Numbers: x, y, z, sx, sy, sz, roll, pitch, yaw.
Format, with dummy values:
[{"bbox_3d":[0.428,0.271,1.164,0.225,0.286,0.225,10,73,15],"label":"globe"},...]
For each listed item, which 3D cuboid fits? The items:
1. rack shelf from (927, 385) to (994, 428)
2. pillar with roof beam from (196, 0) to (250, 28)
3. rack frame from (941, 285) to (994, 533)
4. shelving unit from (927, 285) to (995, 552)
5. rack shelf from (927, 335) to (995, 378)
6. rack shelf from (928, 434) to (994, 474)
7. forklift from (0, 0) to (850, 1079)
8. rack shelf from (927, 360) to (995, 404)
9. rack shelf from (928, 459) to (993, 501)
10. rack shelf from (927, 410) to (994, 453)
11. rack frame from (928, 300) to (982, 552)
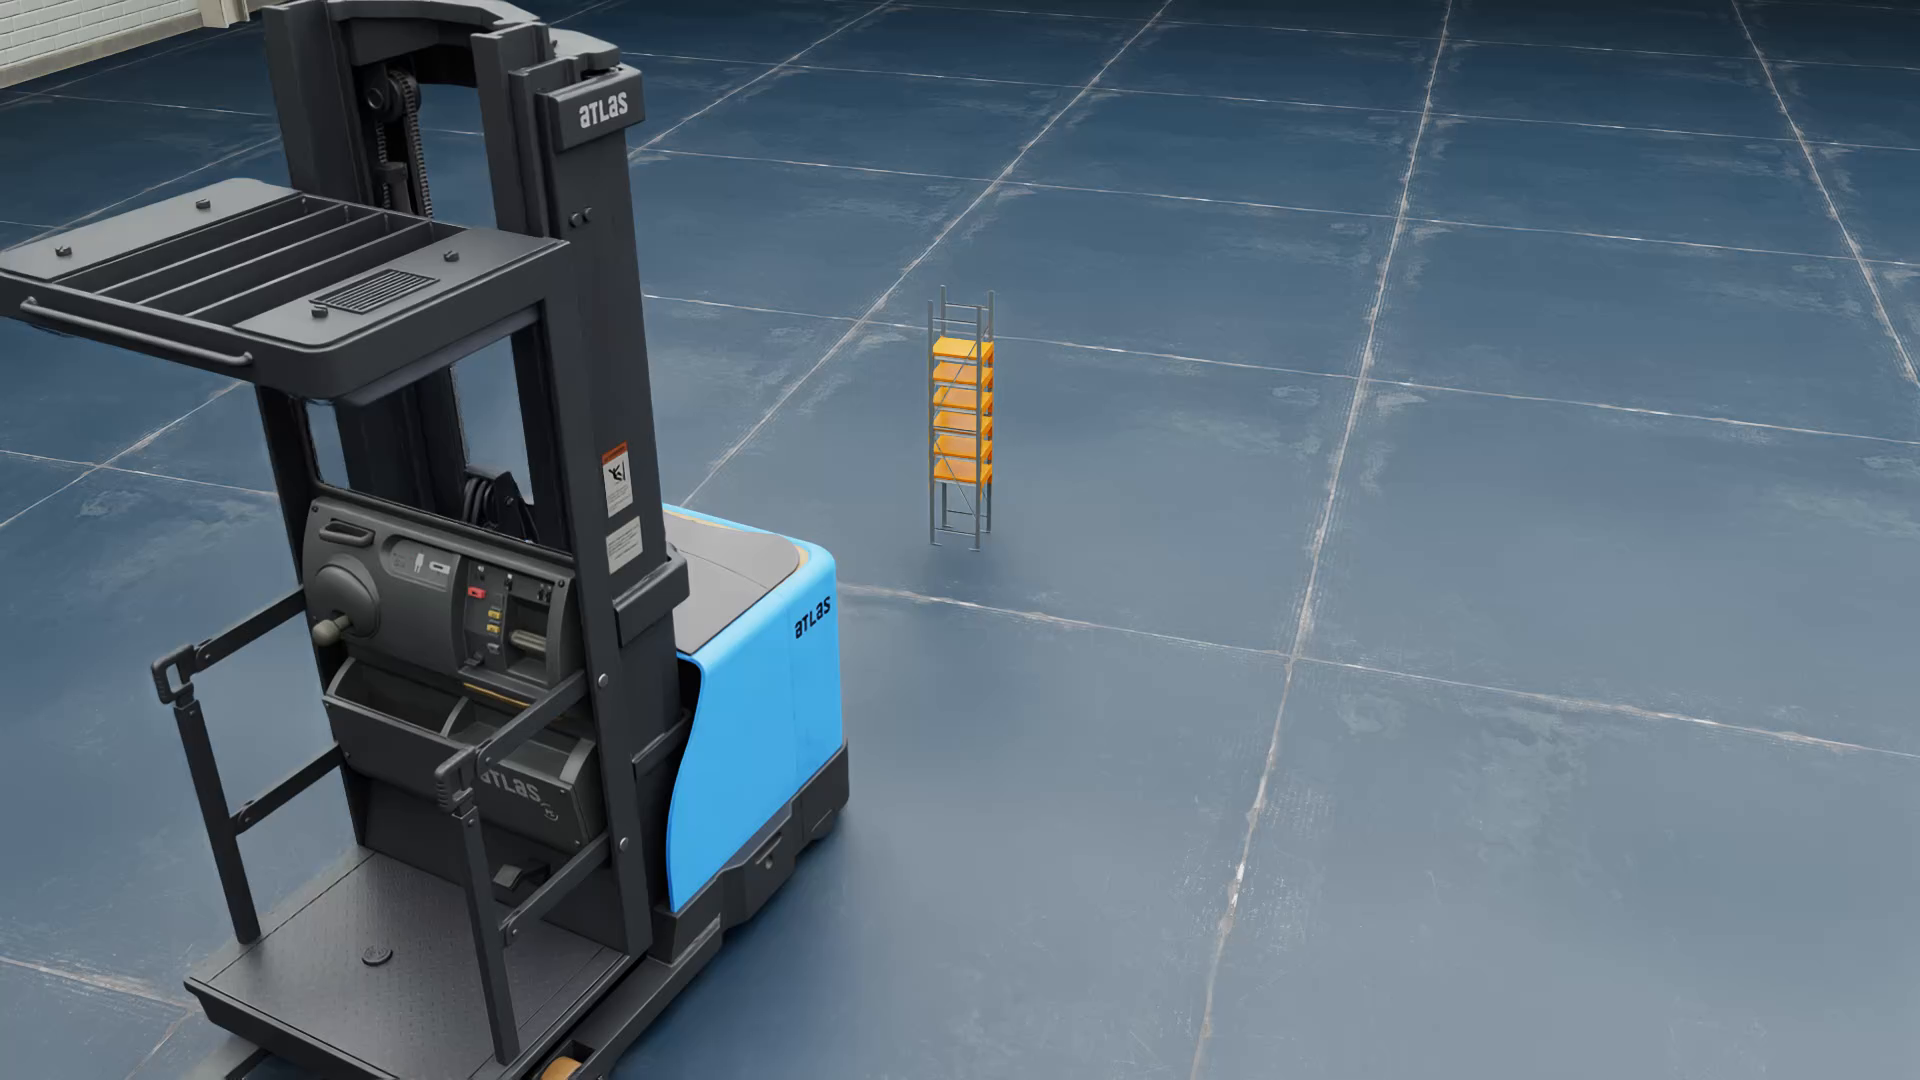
[{"bbox_3d":[0.004,-0.597,7.434,0.258,0.103,0.180,8,30,15],"label":"rack shelf"},{"bbox_3d":[-3.636,-8.775,14.267,9.100,9.000,0.400,8,30,15],"label":"pillar with roof beam"},{"bbox_3d":[0.031,-0.574,7.547,0.240,1.200,0.006,8,30,15],"label":"rack frame"},{"bbox_3d":[0.004,-0.531,7.470,0.258,1.200,0.189,8,30,15],"label":"shelving unit"},{"bbox_3d":[0.004,-0.807,7.317,0.258,0.103,0.180,8,30,15],"label":"rack shelf"},{"bbox_3d":[0.004,-0.387,7.550,0.258,0.103,0.180,8,30,15],"label":"rack shelf"},{"bbox_3d":[-1.532,0.207,4.363,1.130,2.935,3.031,14,32,24],"label":"forklift"},{"bbox_3d":[0.004,-0.702,7.375,0.258,0.103,0.180,8,30,15],"label":"rack shelf"},{"bbox_3d":[0.004,-0.282,7.609,0.258,0.103,0.180,8,30,15],"label":"rack shelf"},{"bbox_3d":[0.004,-0.492,7.492,0.258,0.103,0.180,8,30,15],"label":"rack shelf"},{"bbox_3d":[-0.023,-0.489,7.394,0.240,1.200,0.006,8,30,15],"label":"rack frame"}]
